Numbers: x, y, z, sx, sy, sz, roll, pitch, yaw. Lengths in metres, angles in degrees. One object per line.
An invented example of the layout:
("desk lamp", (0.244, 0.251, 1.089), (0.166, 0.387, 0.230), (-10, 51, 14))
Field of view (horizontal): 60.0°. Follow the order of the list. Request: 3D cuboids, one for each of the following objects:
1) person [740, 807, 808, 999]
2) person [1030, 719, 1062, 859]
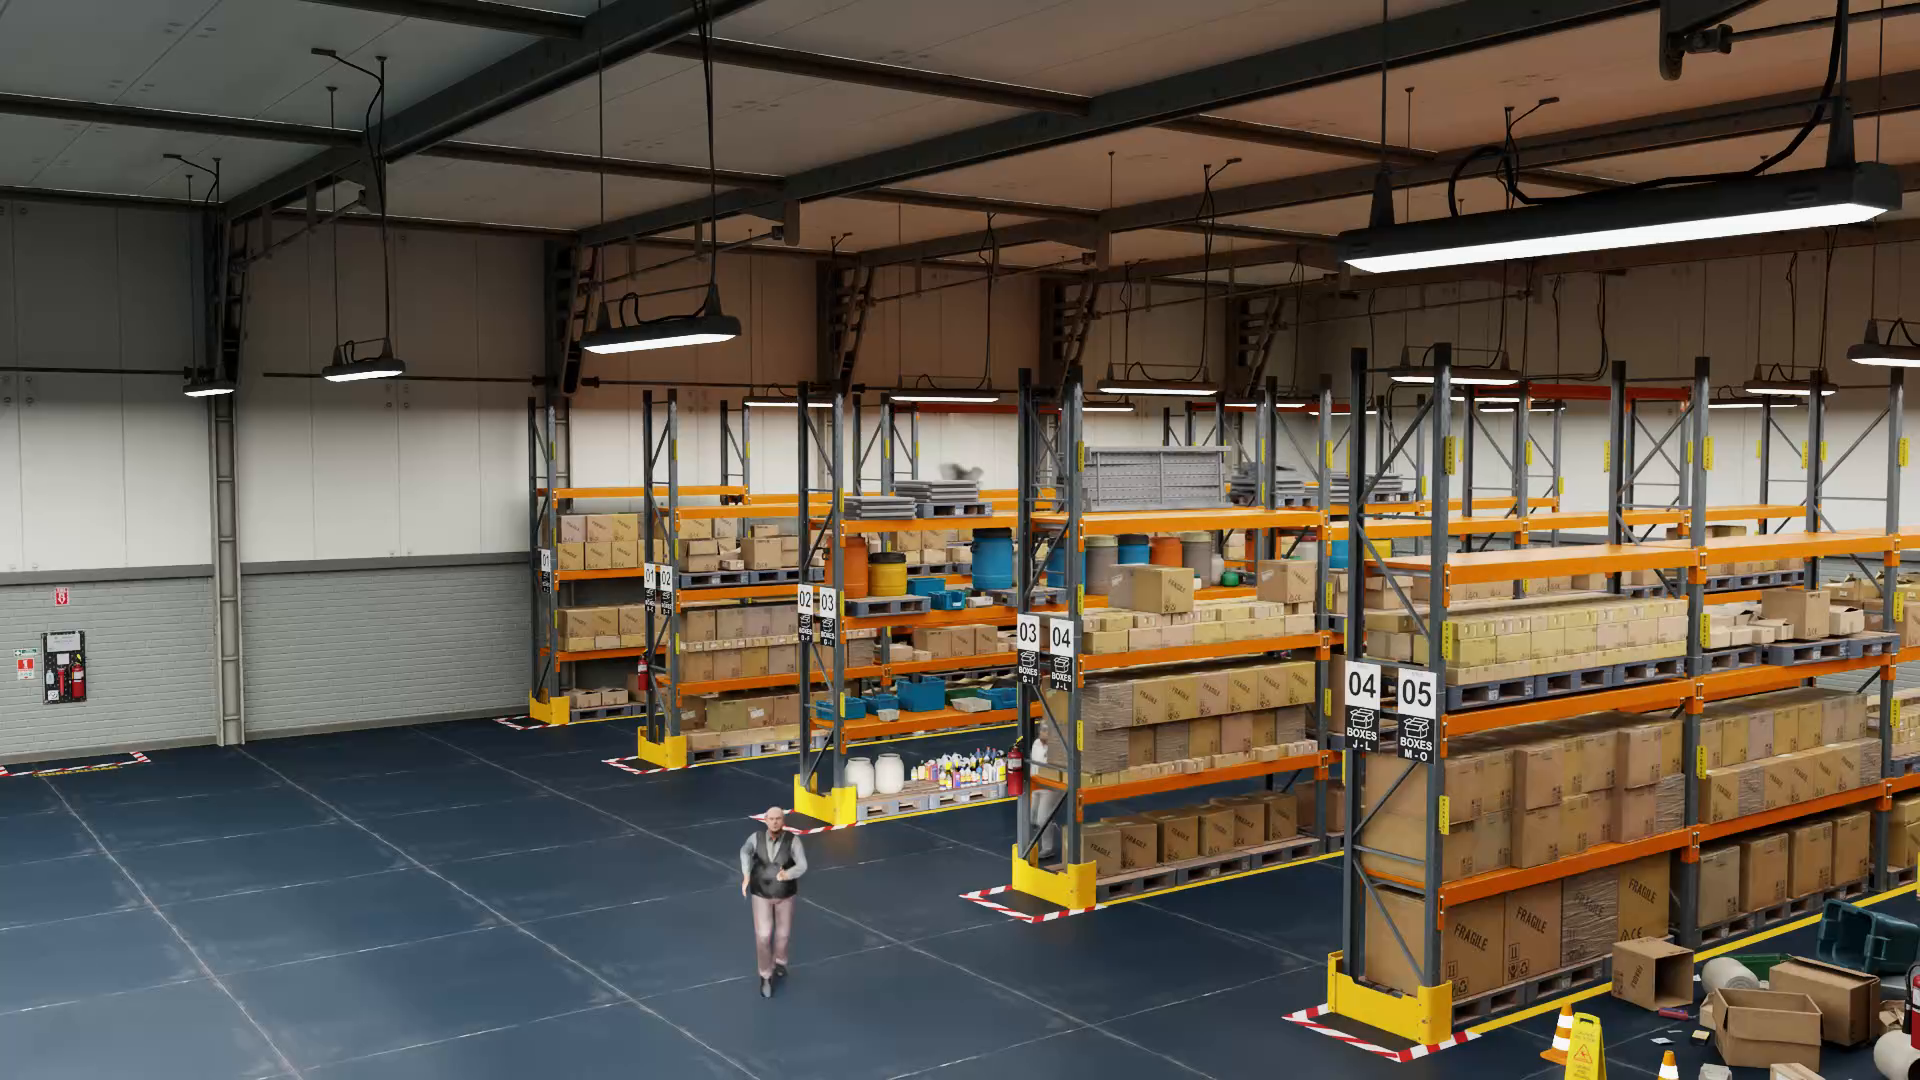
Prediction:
("person", (-1.747, 3.342, 15.635), (0.620, 1.690, 0.833), (0, 3, -8))
("person", (1.066, 3.072, 20.651), (0.639, 1.736, 0.597), (3, 5, 44))
